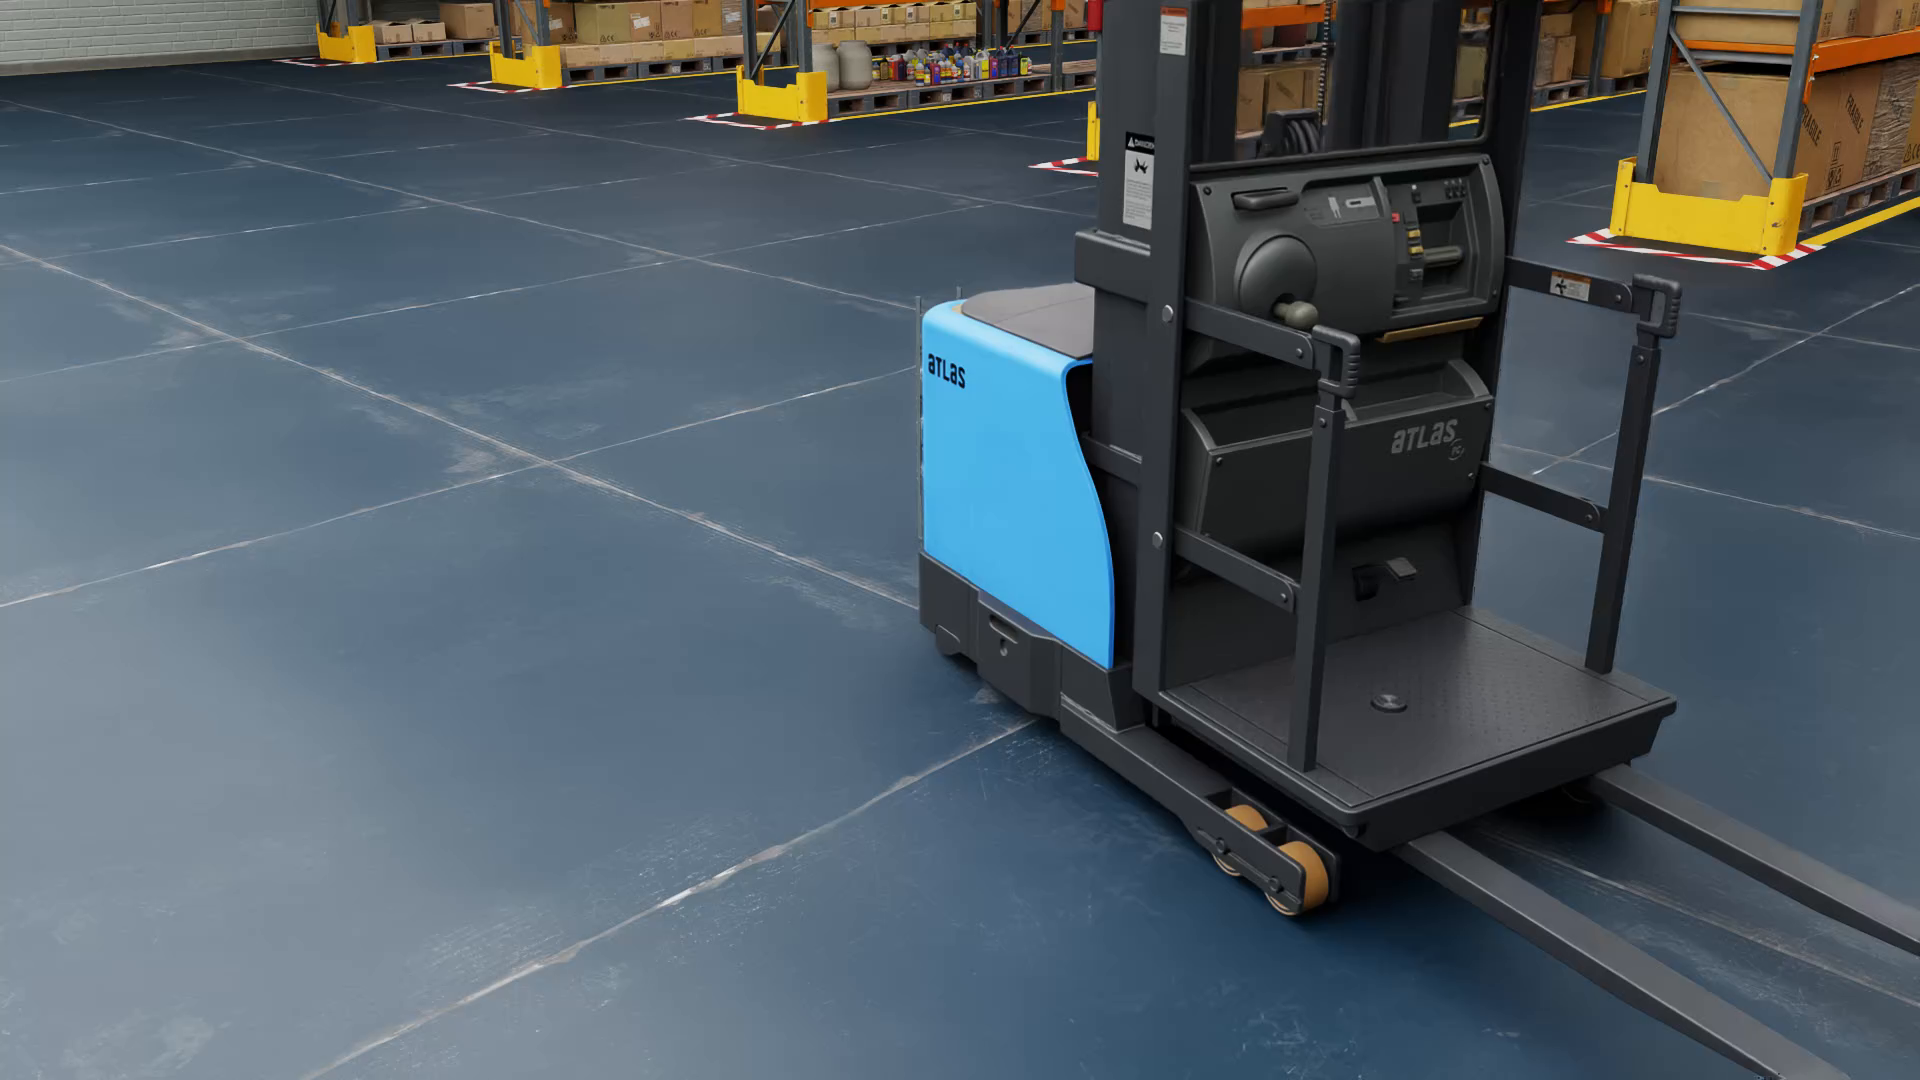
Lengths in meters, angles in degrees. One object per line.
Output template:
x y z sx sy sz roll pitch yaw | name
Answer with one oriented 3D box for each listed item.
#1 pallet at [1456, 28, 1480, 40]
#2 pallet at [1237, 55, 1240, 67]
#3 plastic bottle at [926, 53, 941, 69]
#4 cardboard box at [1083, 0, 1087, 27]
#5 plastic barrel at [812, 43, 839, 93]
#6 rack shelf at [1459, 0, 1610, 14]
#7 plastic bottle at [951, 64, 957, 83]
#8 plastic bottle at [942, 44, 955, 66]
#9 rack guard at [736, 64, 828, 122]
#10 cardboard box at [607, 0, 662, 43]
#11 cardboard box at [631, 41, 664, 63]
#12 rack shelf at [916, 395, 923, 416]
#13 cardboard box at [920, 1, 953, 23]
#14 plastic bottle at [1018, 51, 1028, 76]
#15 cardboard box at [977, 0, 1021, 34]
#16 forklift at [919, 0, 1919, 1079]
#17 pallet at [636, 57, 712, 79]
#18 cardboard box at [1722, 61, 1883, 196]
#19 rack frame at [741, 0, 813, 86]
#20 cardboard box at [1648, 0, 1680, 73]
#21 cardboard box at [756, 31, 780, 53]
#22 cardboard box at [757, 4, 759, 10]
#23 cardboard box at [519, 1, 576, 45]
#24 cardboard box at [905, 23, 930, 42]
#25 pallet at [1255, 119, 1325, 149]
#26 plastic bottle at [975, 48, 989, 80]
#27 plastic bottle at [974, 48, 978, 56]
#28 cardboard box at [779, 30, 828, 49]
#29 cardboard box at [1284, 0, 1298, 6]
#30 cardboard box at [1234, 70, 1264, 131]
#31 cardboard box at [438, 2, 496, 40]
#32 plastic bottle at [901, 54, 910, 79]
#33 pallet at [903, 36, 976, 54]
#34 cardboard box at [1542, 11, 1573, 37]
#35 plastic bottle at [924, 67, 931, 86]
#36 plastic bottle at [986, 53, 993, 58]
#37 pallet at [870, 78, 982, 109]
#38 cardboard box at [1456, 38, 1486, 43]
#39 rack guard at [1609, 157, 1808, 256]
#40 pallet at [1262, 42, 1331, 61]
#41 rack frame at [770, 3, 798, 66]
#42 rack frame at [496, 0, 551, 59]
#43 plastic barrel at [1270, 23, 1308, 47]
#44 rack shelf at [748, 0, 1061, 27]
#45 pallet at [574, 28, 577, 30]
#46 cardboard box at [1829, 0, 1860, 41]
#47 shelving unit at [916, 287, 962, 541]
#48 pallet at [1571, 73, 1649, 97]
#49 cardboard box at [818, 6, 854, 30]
7.764 -8.258 27.266 1.003 0.211 1.213 19 28 41 | pallet
3.069 -6.527 22.762 1.003 0.211 1.213 19 28 41 | pallet
-0.318 -5.632 19.729 0.152 0.276 0.135 19 28 41 | plastic bottle
2.041 -8.873 27.850 0.500 0.500 0.500 20 29 41 | cardboard box
-1.539 -5.185 18.265 0.421 0.512 0.421 0 21 0 | plastic barrel
5.791 -5.928 18.320 1.077 0.370 4.000 19 28 41 | rack shelf
-0.078 -5.388 19.199 0.097 0.201 0.097 0 21 0 | plastic bottle
-0.145 -5.806 20.080 0.144 0.351 0.185 18 27 38 | plastic bottle
-1.924 -4.826 17.934 1.175 0.500 0.348 19 28 41 | rack guard
-4.270 -6.808 21.807 0.500 0.500 0.500 19 28 41 | cardboard box
-4.261 -6.455 21.935 0.500 0.250 0.500 19 28 41 | cardboard box
0.006 -0.475 5.898 0.258 0.077 0.200 19 28 41 | rack shelf
-0.456 -8.101 25.437 0.500 0.311 0.500 19 28 40 | cardboard box
0.747 -5.721 19.951 0.133 0.283 0.061 -18 28 -39 | plastic bottle
0.613 -8.343 26.470 0.500 0.500 0.500 -19 28 -40 | cardboard box
1.056 -0.694 3.795 1.130 2.935 3.031 -12 24 -28 | forklift
-4.136 -6.420 22.483 1.003 0.211 1.213 19 28 41 | pallet
6.126 -3.076 12.274 0.875 0.875 0.875 19 28 40 | cardboard box
-1.944 -5.962 17.404 1.000 3.000 0.127 19 28 41 | rack frame
8.309 -6.382 20.874 1.225 0.875 0.875 19 28 41 | cardboard box
-2.867 -6.969 23.273 0.500 0.250 0.500 19 28 41 | cardboard box
-3.926 -9.338 29.059 0.500 0.500 0.700 -20 29 -41 | cardboard box
-5.329 -6.677 21.468 0.500 0.500 0.500 19 28 41 | cardboard box
-0.812 -7.713 25.208 0.500 0.250 0.500 -19 28 -41 | cardboard box
3.101 -3.952 16.062 1.003 0.211 1.213 19 28 41 | pallet
0.245 -5.589 19.513 0.144 0.351 0.185 19 28 40 | plastic bottle
0.181 -5.839 20.257 0.061 0.283 0.133 19 28 41 | plastic bottle
-2.241 -7.185 23.833 0.500 0.250 0.500 18 28 39 | cardboard box
2.842 -4.941 15.099 0.380 0.149 0.250 19 28 41 | cardboard box
2.445 -4.070 15.381 0.500 0.500 0.500 -12 24 -28 | cardboard box
-7.550 -7.958 25.468 0.700 0.500 0.500 17 27 37 | cardboard box
-0.684 -5.571 19.571 0.152 0.276 0.135 18 28 39 | plastic bottle
-0.512 -7.755 25.957 1.003 0.211 1.213 19 28 41 | pallet
6.740 -5.987 19.296 0.500 0.250 0.500 -19 28 -40 | cardboard box
-0.383 -5.275 18.906 0.097 0.201 0.097 0 21 0 | plastic bottle
0.346 -5.667 19.822 0.152 0.276 0.135 19 28 41 | plastic bottle
-0.503 -5.211 19.337 1.003 0.211 1.213 19 28 41 | pallet
5.964 -5.346 18.674 0.500 0.500 0.700 -17 27 -38 | cardboard box
5.071 -2.282 11.314 1.175 0.500 0.348 19 28 41 | rack guard
5.008 -7.242 24.621 1.003 0.211 1.213 19 28 41 | pallet
-2.700 -8.230 23.307 1.000 3.000 0.127 19 28 41 | rack frame
-5.490 -7.202 20.632 1.000 3.000 0.127 19 28 41 | rack frame
4.754 -7.509 24.205 0.600 0.588 0.708 19 28 41 | plastic barrel
-0.549 -6.140 18.871 1.077 0.370 4.000 19 28 41 | rack shelf
-5.710 -8.368 27.552 1.003 0.211 1.213 19 28 41 | pallet
5.683 -3.778 11.514 0.875 0.550 0.550 19 28 41 | cardboard box
0.006 -0.422 5.919 0.258 0.900 0.210 19 28 41 | shelving unit
7.790 -5.661 20.507 1.003 0.211 1.213 19 28 41 | pallet
-1.880 -7.576 24.070 0.500 0.311 0.500 19 28 40 | cardboard box
